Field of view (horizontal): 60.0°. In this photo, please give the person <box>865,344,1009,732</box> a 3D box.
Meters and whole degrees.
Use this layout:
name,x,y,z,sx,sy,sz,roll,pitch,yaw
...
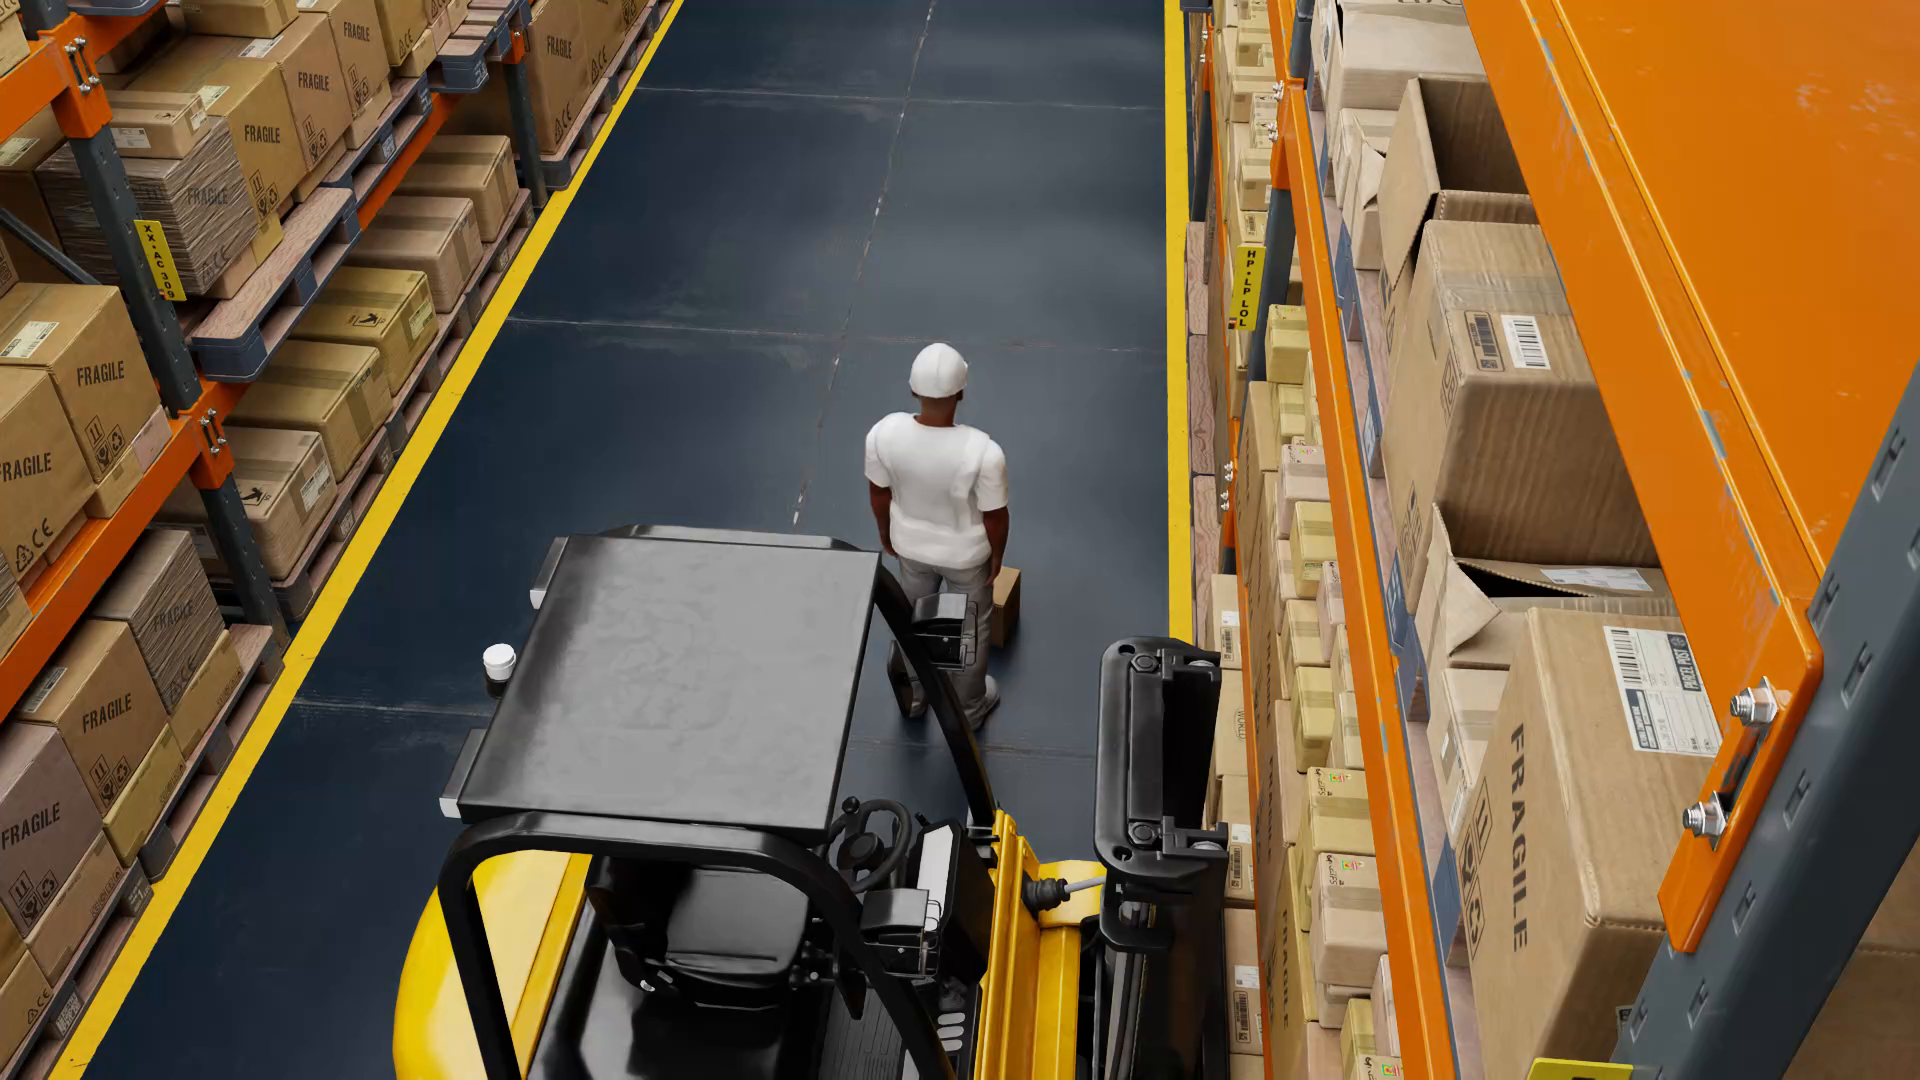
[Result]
name,x,y,z,sx,sy,sz,roll,pitch,yaw
person,-0.074,0.006,6.425,0.565,1.763,0.353,13,42,15
